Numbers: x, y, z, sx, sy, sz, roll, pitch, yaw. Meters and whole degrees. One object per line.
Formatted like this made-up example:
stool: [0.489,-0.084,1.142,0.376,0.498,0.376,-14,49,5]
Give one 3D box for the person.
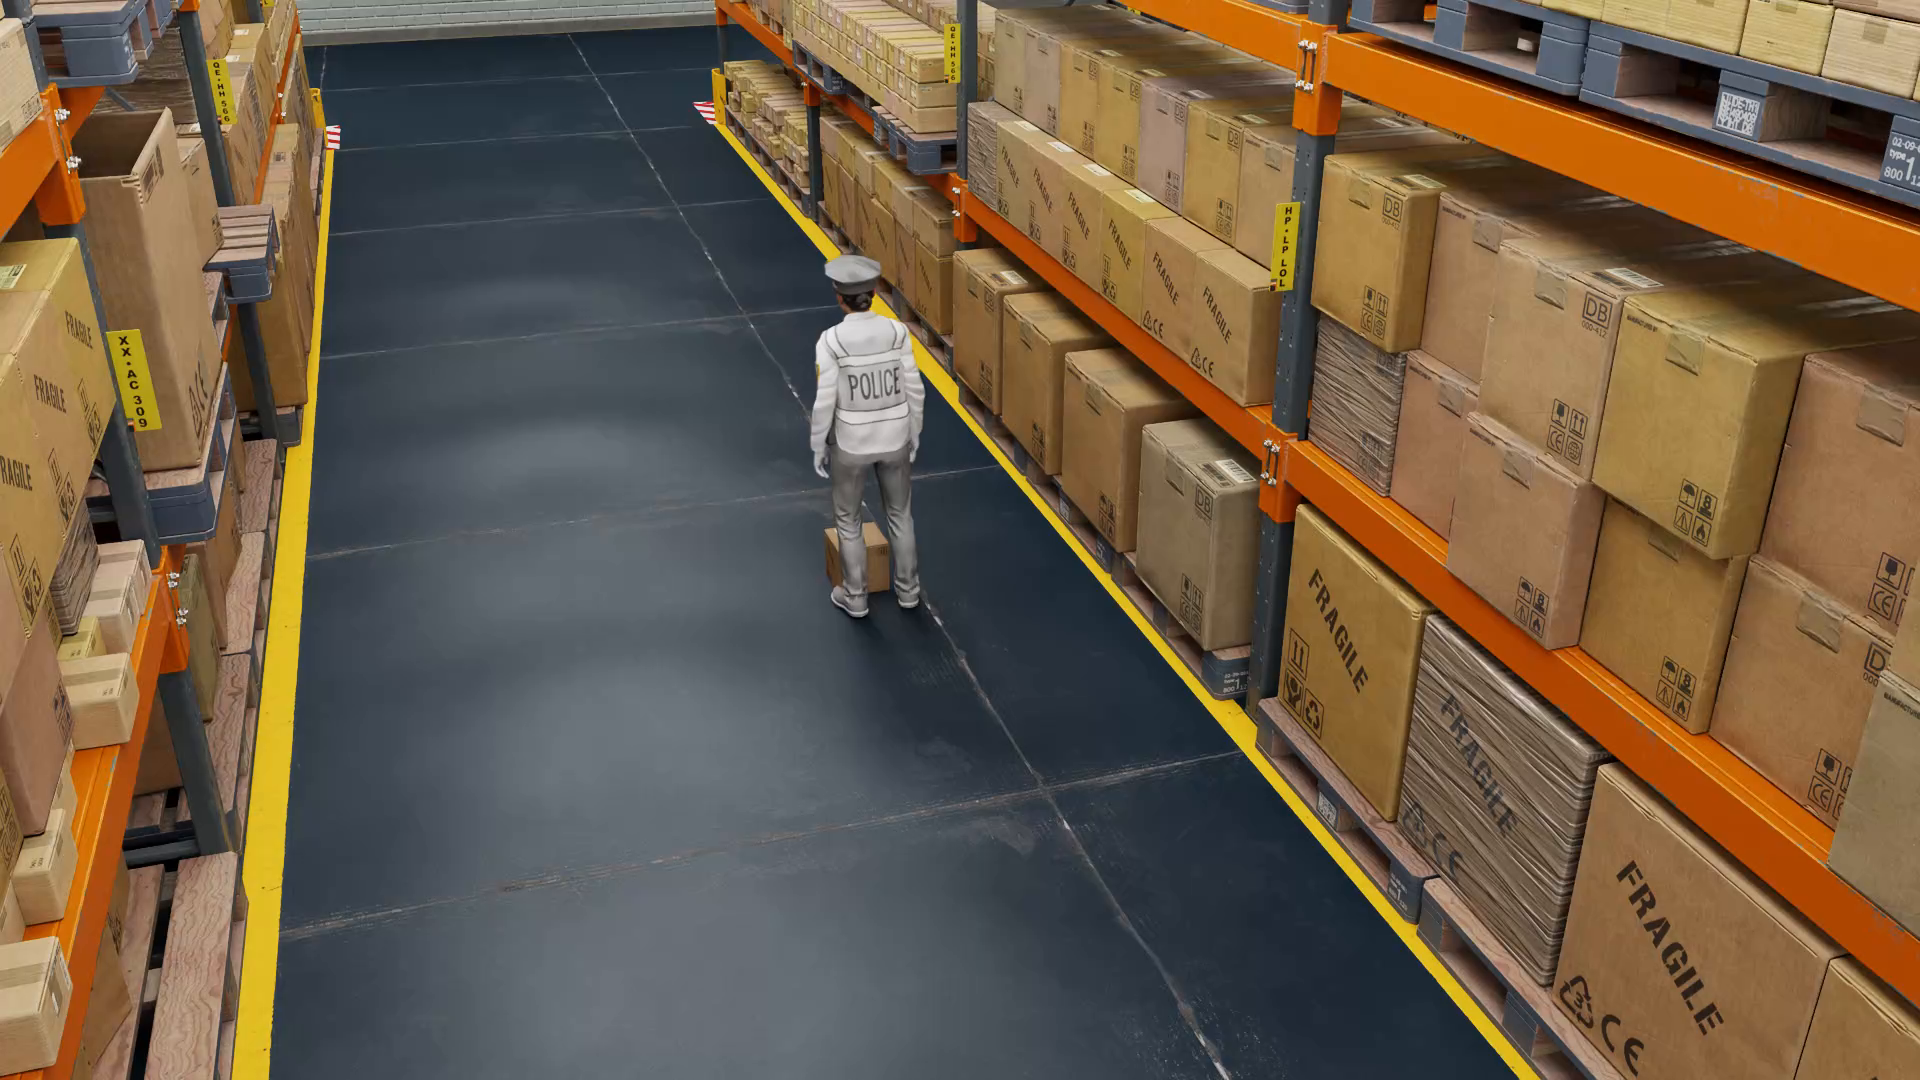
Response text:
person: [-0.416,-0.435,7.485,0.537,1.662,0.373,-10,28,-19]
